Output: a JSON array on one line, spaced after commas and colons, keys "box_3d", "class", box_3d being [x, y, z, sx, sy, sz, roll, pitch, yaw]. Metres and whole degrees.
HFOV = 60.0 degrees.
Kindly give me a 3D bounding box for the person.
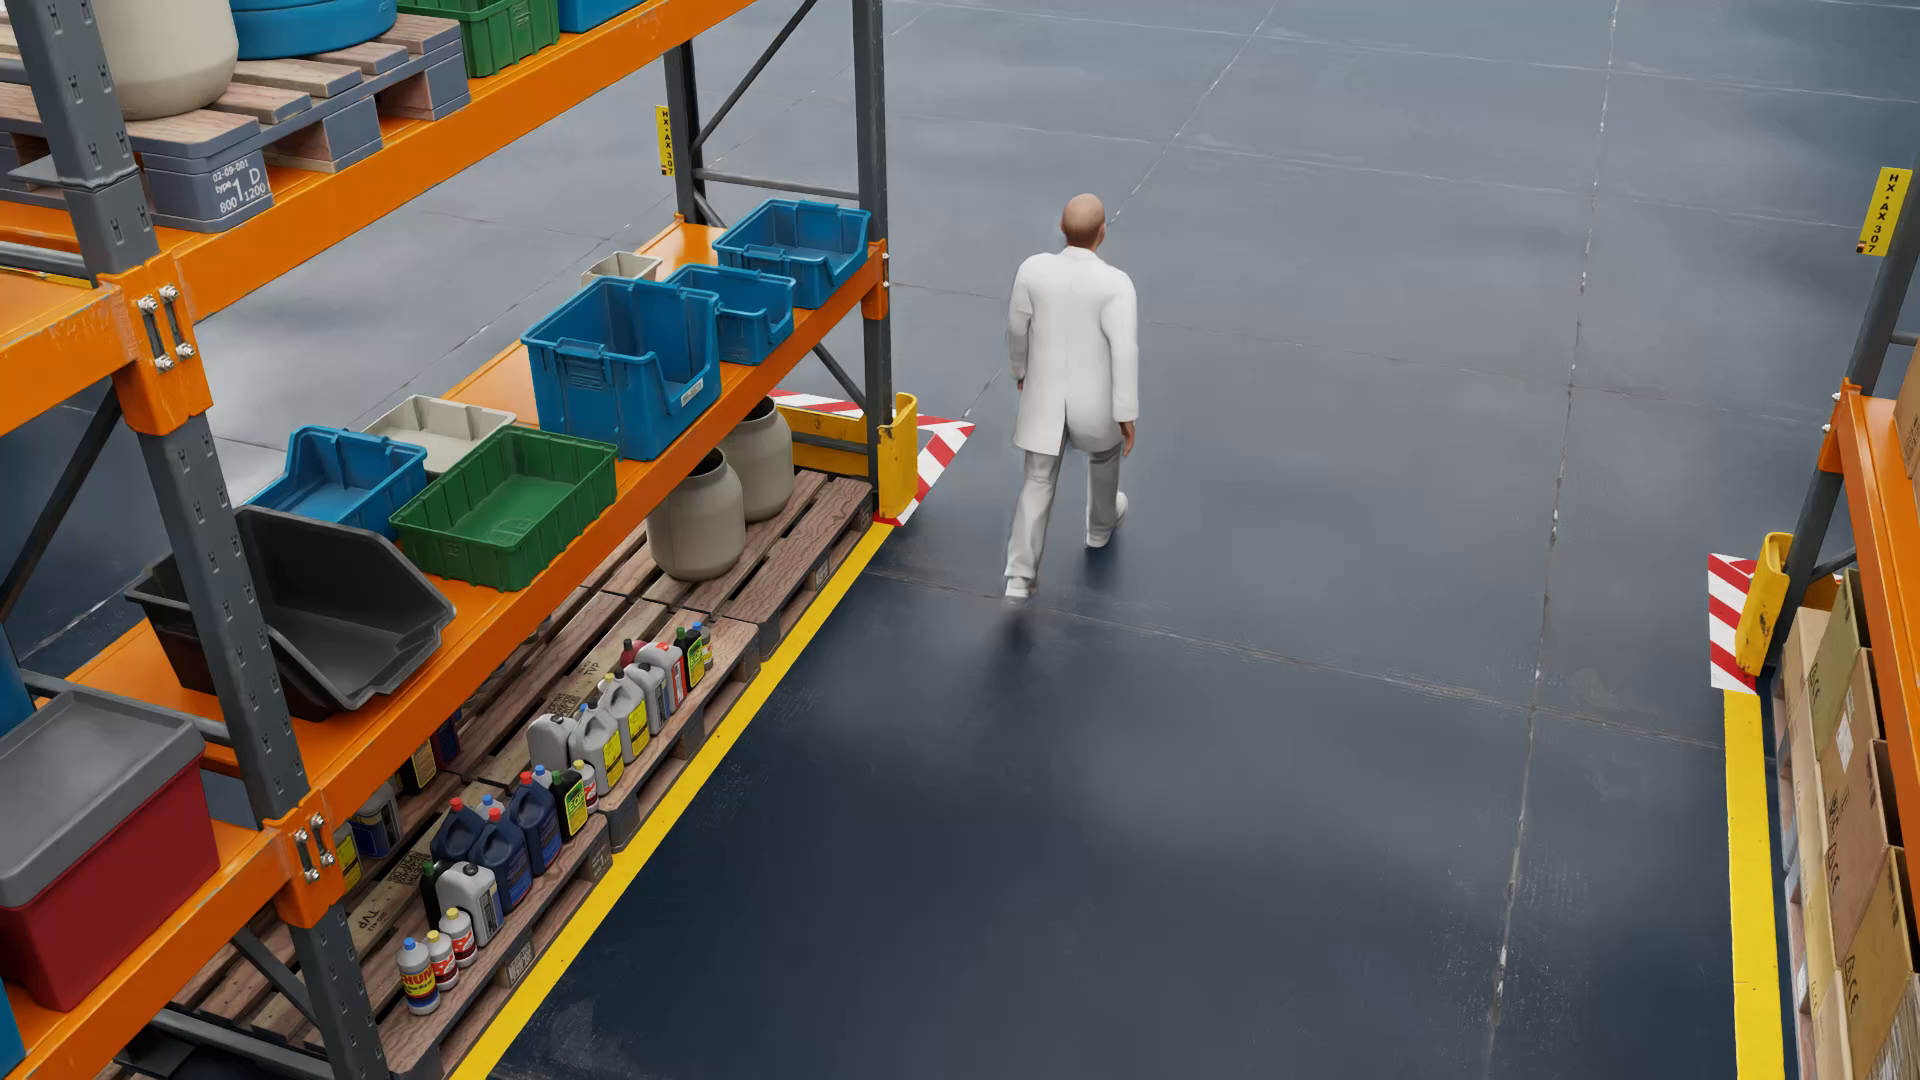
[{"box_3d": [0.472, -0.602, 7.099, 0.635, 1.737, 1.123, 10, 34, 14], "class": "person"}]
